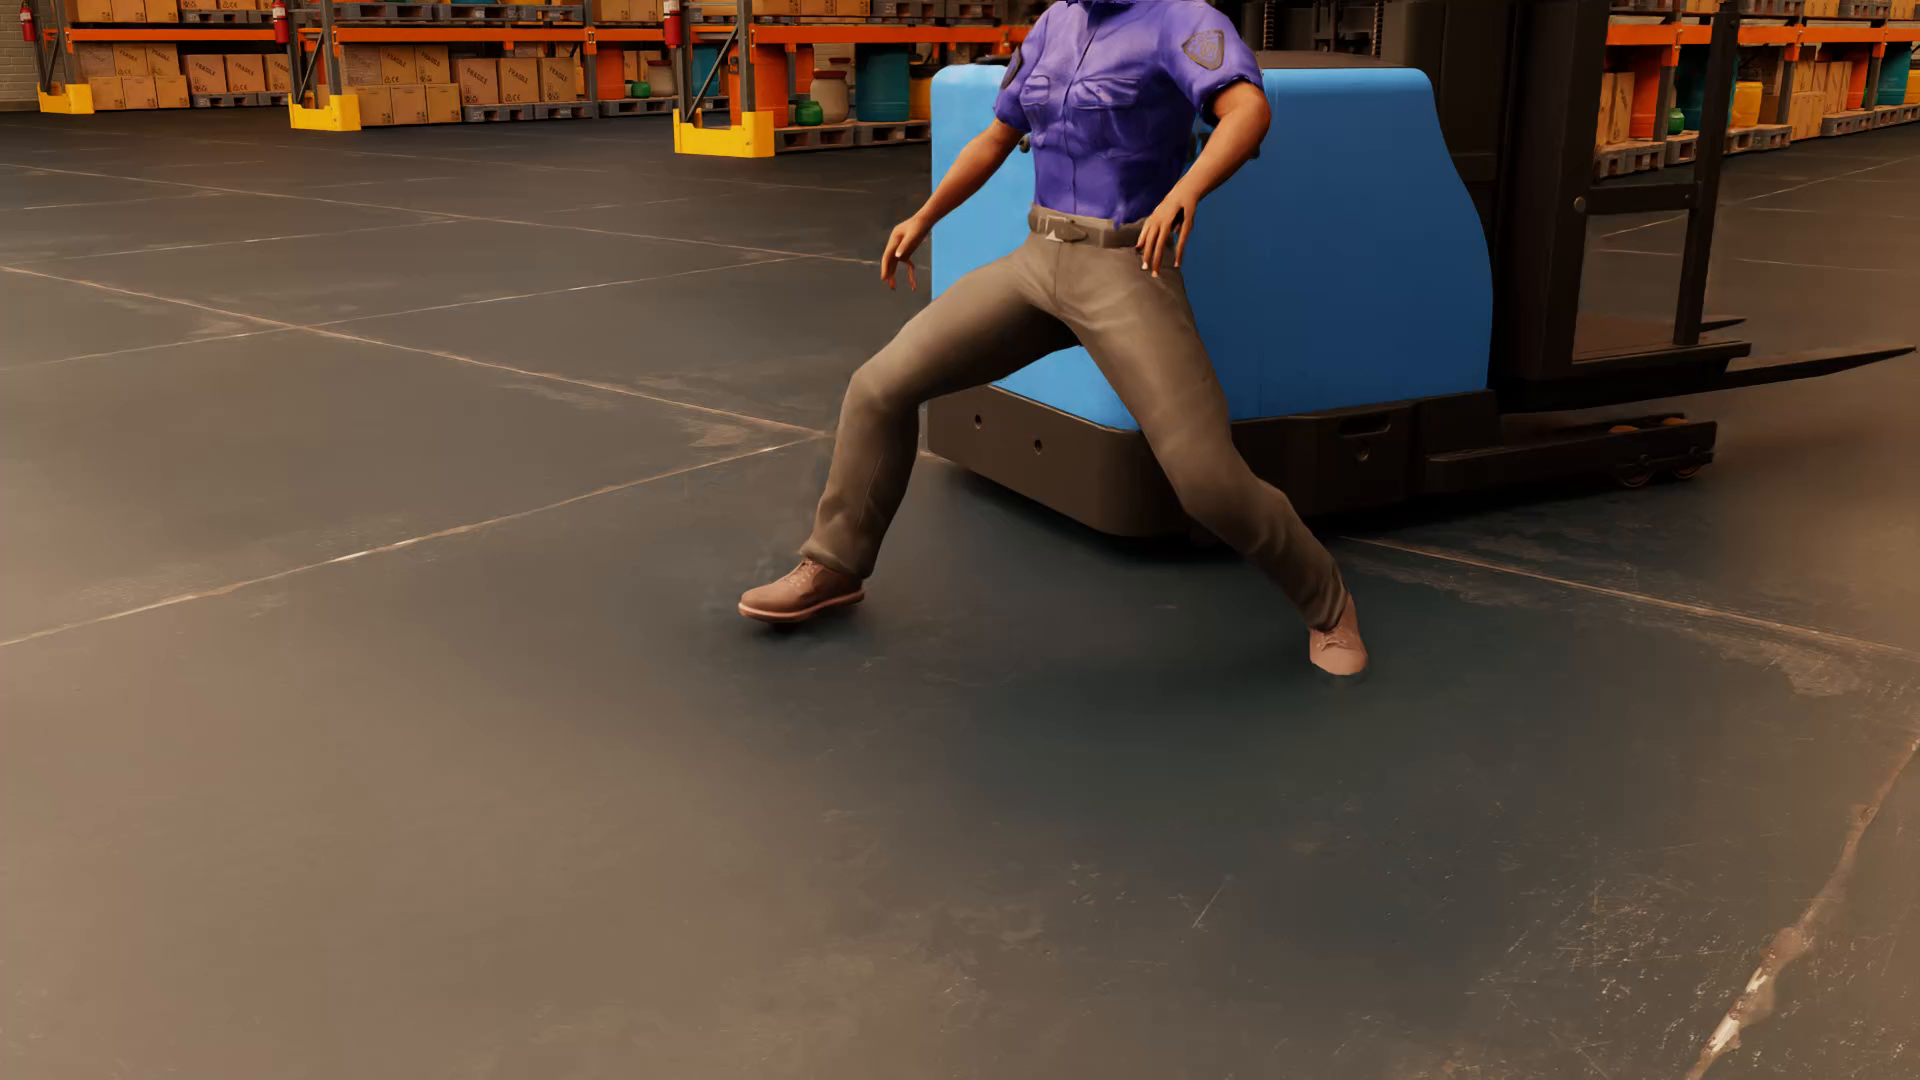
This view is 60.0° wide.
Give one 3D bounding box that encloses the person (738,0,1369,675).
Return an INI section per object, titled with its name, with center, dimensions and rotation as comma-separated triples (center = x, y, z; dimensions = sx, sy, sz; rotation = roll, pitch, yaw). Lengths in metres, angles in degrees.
[person]
center = 0.203, -0.478, 3.079
dimensions = 0.947, 1.519, 0.979
rotation = -14, 22, -38

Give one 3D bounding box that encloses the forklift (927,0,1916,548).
[forklift]
center = 1.459, -1.667, 4.386
dimensions = 3.031, 2.935, 1.130
rotation = -9, 19, -26
